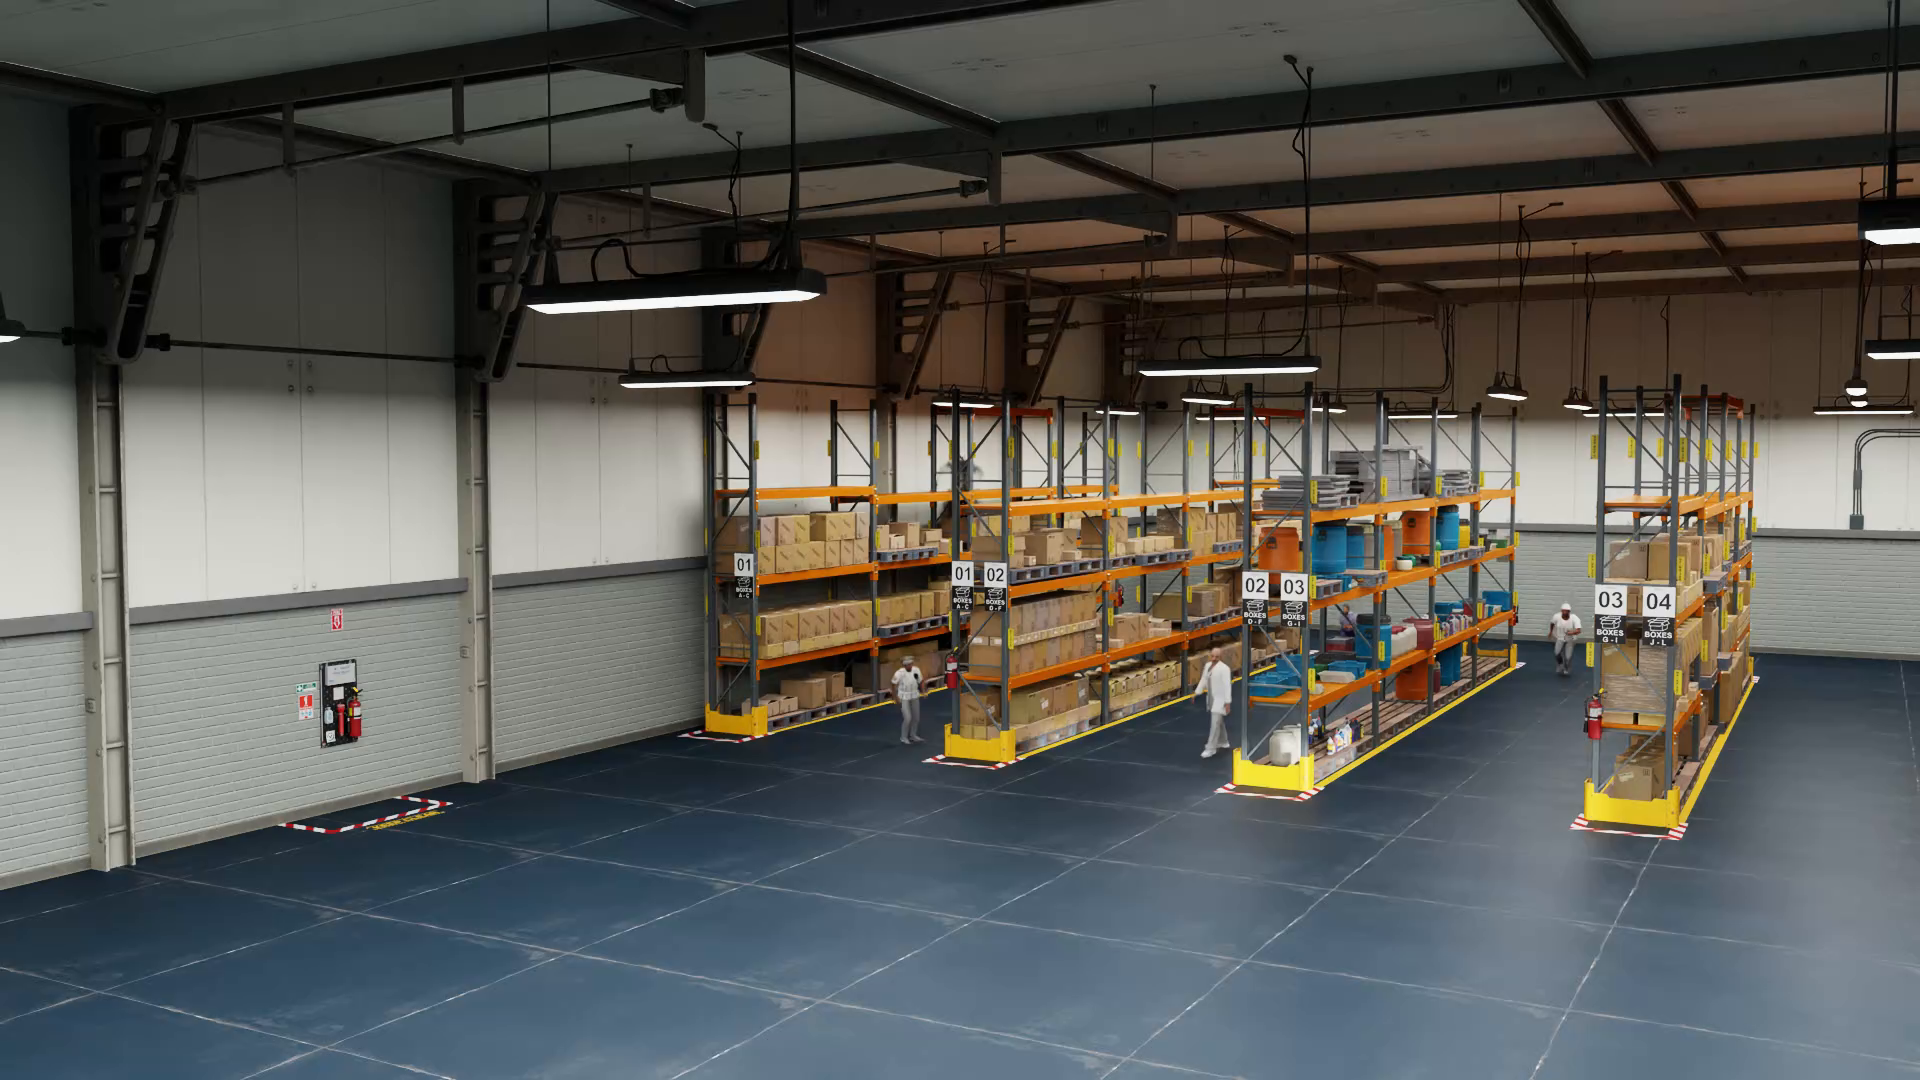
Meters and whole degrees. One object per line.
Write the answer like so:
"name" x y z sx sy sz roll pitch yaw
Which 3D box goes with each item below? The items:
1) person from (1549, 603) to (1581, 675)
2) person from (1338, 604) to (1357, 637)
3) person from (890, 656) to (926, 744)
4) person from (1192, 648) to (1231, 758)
"person" 13.346 2.193 36.741 0.735 1.630 0.888 2 4 29
"person" 9.068 2.171 38.641 0.609 1.440 1.091 2 4 39
"person" -0.879 2.729 28.389 0.620 1.580 0.706 -2 4 -29
"person" 4.191 2.647 27.416 0.828 1.774 0.763 -2 4 -29
